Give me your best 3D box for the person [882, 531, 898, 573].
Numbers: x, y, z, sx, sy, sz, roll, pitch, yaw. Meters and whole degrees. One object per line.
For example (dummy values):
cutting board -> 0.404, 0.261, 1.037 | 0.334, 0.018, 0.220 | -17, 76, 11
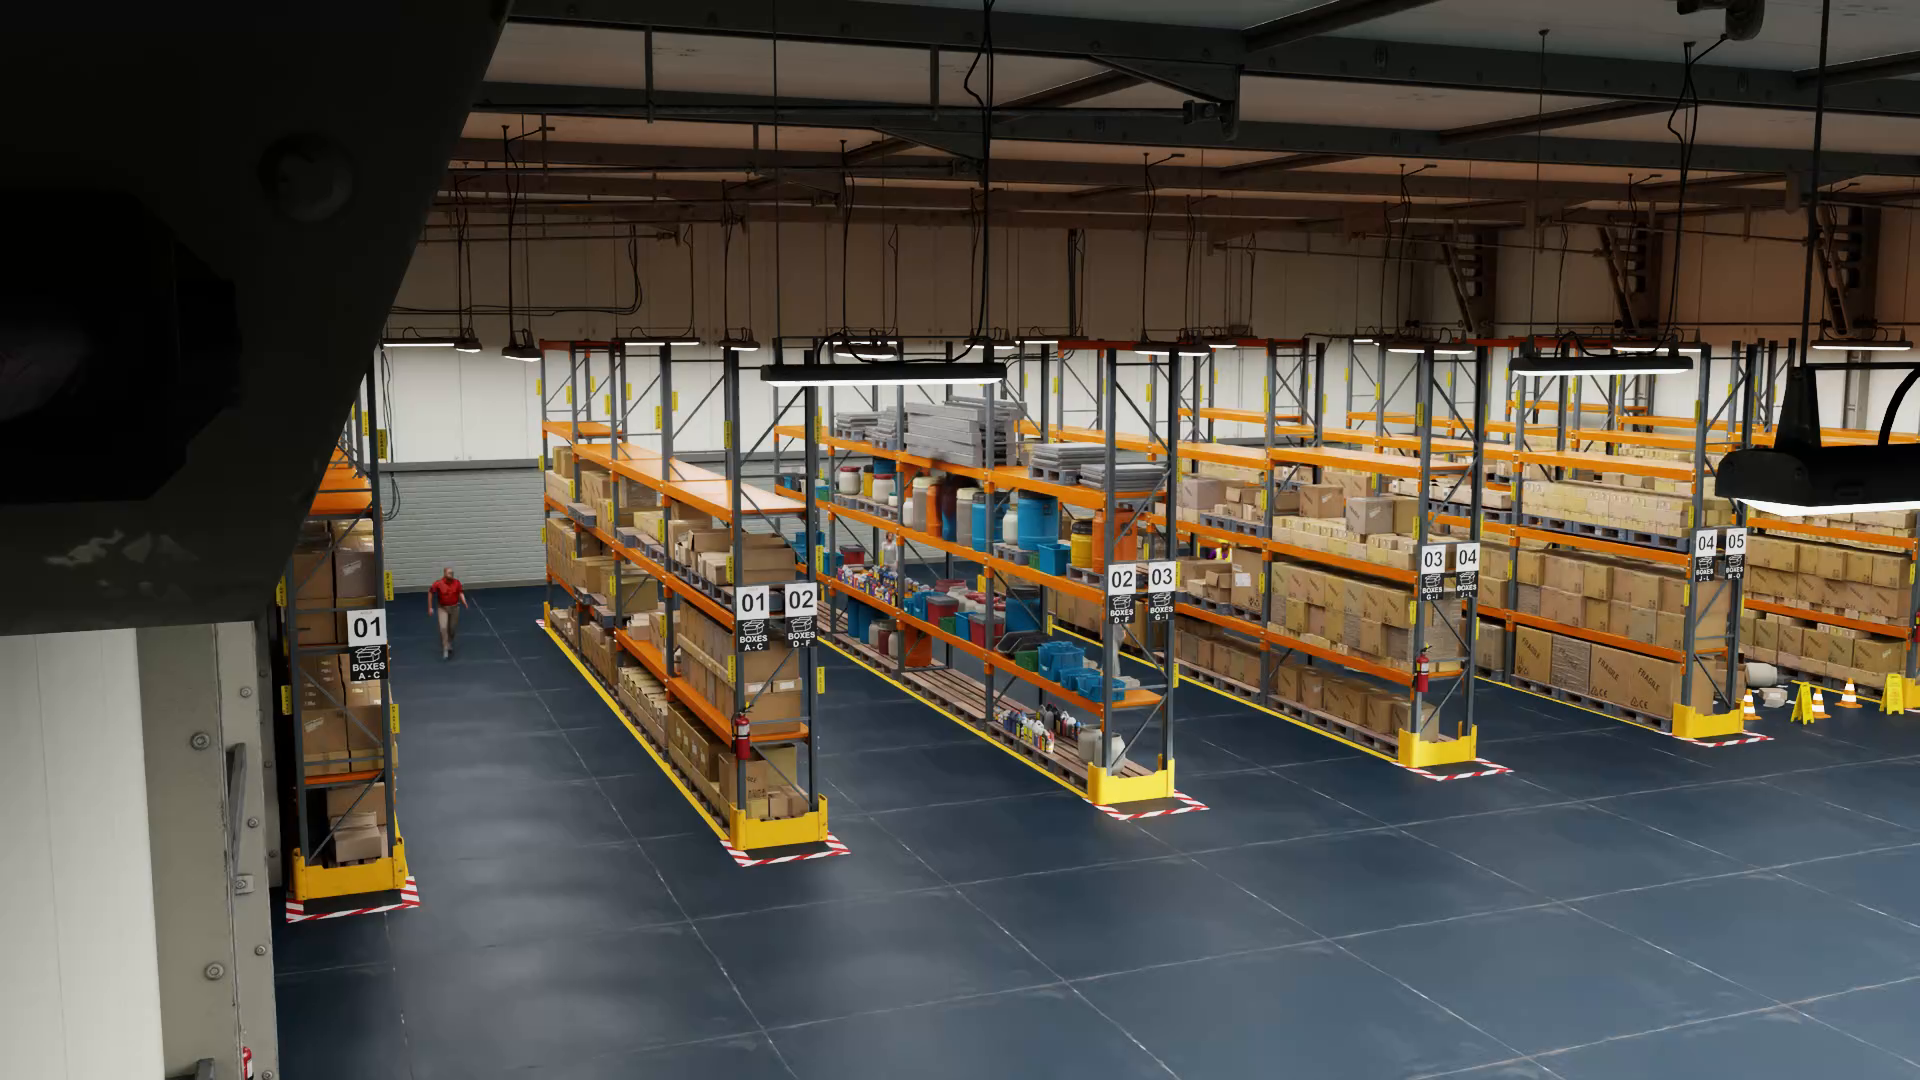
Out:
person -> -1.649, 0.595, 38.112 | 0.401, 1.597, 0.512 | 3, 8, 20

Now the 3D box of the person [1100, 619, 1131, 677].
person -> 2.761, 1.736, 29.242 | 0.416, 1.647, 0.969 | -3, 8, -23

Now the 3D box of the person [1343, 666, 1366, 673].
person -> 7.298, 1.574, 30.261 | 0.508, 1.668, 0.510 | -1, 7, -8

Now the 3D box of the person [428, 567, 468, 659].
person -> -9.827, 1.369, 31.894 | 0.698, 1.716, 0.995 | -3, 8, -23

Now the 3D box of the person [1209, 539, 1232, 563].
person -> 5.722, 0.820, 35.744 | 0.574, 1.806, 0.847 | -3, 8, -19
